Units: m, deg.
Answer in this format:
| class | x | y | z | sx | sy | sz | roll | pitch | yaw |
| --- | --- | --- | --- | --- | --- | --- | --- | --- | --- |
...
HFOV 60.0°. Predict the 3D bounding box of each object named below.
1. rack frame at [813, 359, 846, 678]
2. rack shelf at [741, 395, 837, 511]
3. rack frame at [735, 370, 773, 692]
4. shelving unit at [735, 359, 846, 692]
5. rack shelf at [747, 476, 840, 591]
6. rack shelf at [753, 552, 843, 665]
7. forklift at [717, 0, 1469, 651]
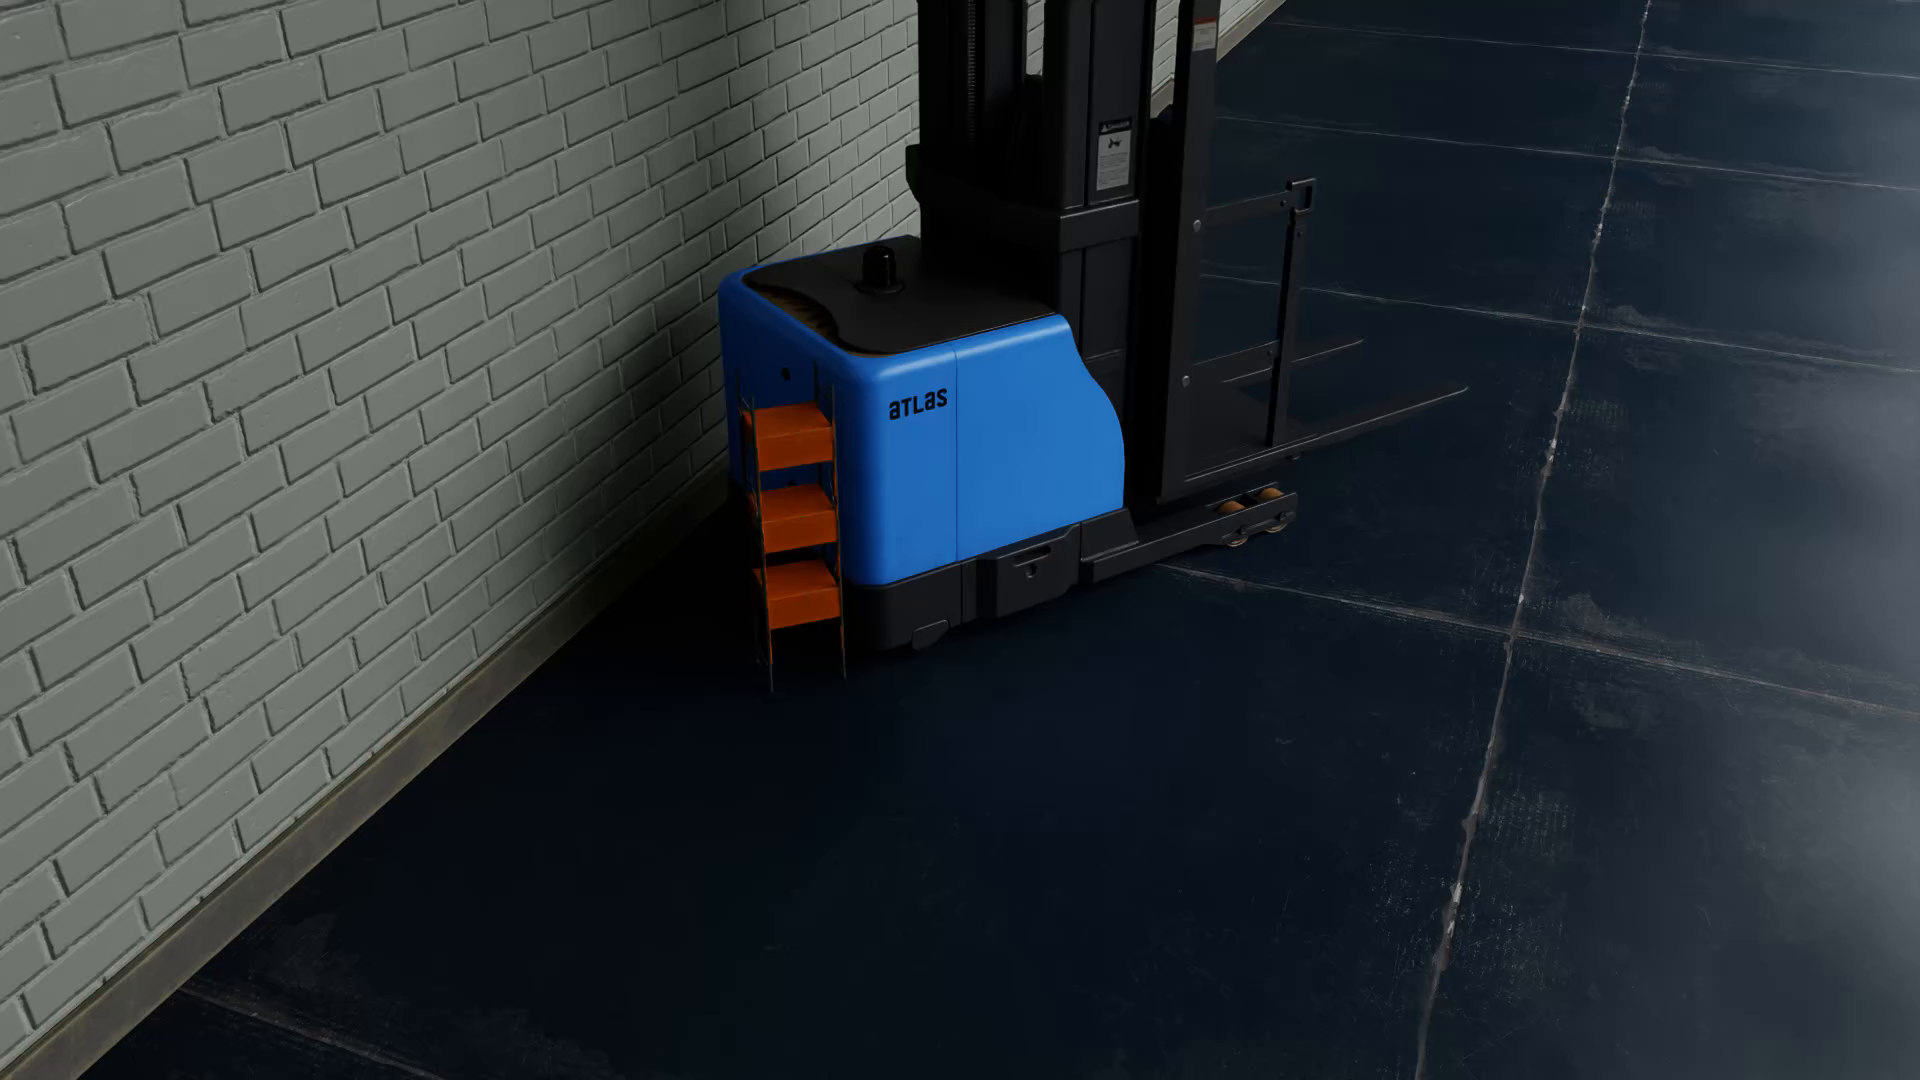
| class | x | y | z | sx | sy | sz | roll | pitch | yaw |
| --- | --- | --- | --- | --- | --- | --- | --- | --- | --- |
| rack frame | -0.413 | -0.052 | 5.275 | 0.008 | 1.050 | 0.200 | -10 | 31 | -17 |
| rack shelf | -0.527 | -0.269 | 5.104 | 0.240 | 0.259 | 0.215 | -10 | 31 | -17 |
| rack frame | -0.642 | -0.011 | 5.202 | 0.008 | 1.050 | 0.200 | -10 | 31 | -17 |
| shelving unit | -0.527 | -0.032 | 5.239 | 0.252 | 1.050 | 0.215 | -10 | 31 | -17 |
| rack shelf | -0.527 | -0.022 | 5.244 | 0.240 | 0.259 | 0.215 | -10 | 31 | -17 |
| rack shelf | -0.527 | 0.220 | 5.381 | 0.240 | 0.259 | 0.215 | -10 | 31 | -17 |
| forklift | 0.671 | -1.450 | 5.837 | 3.031 | 2.935 | 1.130 | -18 | 34 | -28 |
